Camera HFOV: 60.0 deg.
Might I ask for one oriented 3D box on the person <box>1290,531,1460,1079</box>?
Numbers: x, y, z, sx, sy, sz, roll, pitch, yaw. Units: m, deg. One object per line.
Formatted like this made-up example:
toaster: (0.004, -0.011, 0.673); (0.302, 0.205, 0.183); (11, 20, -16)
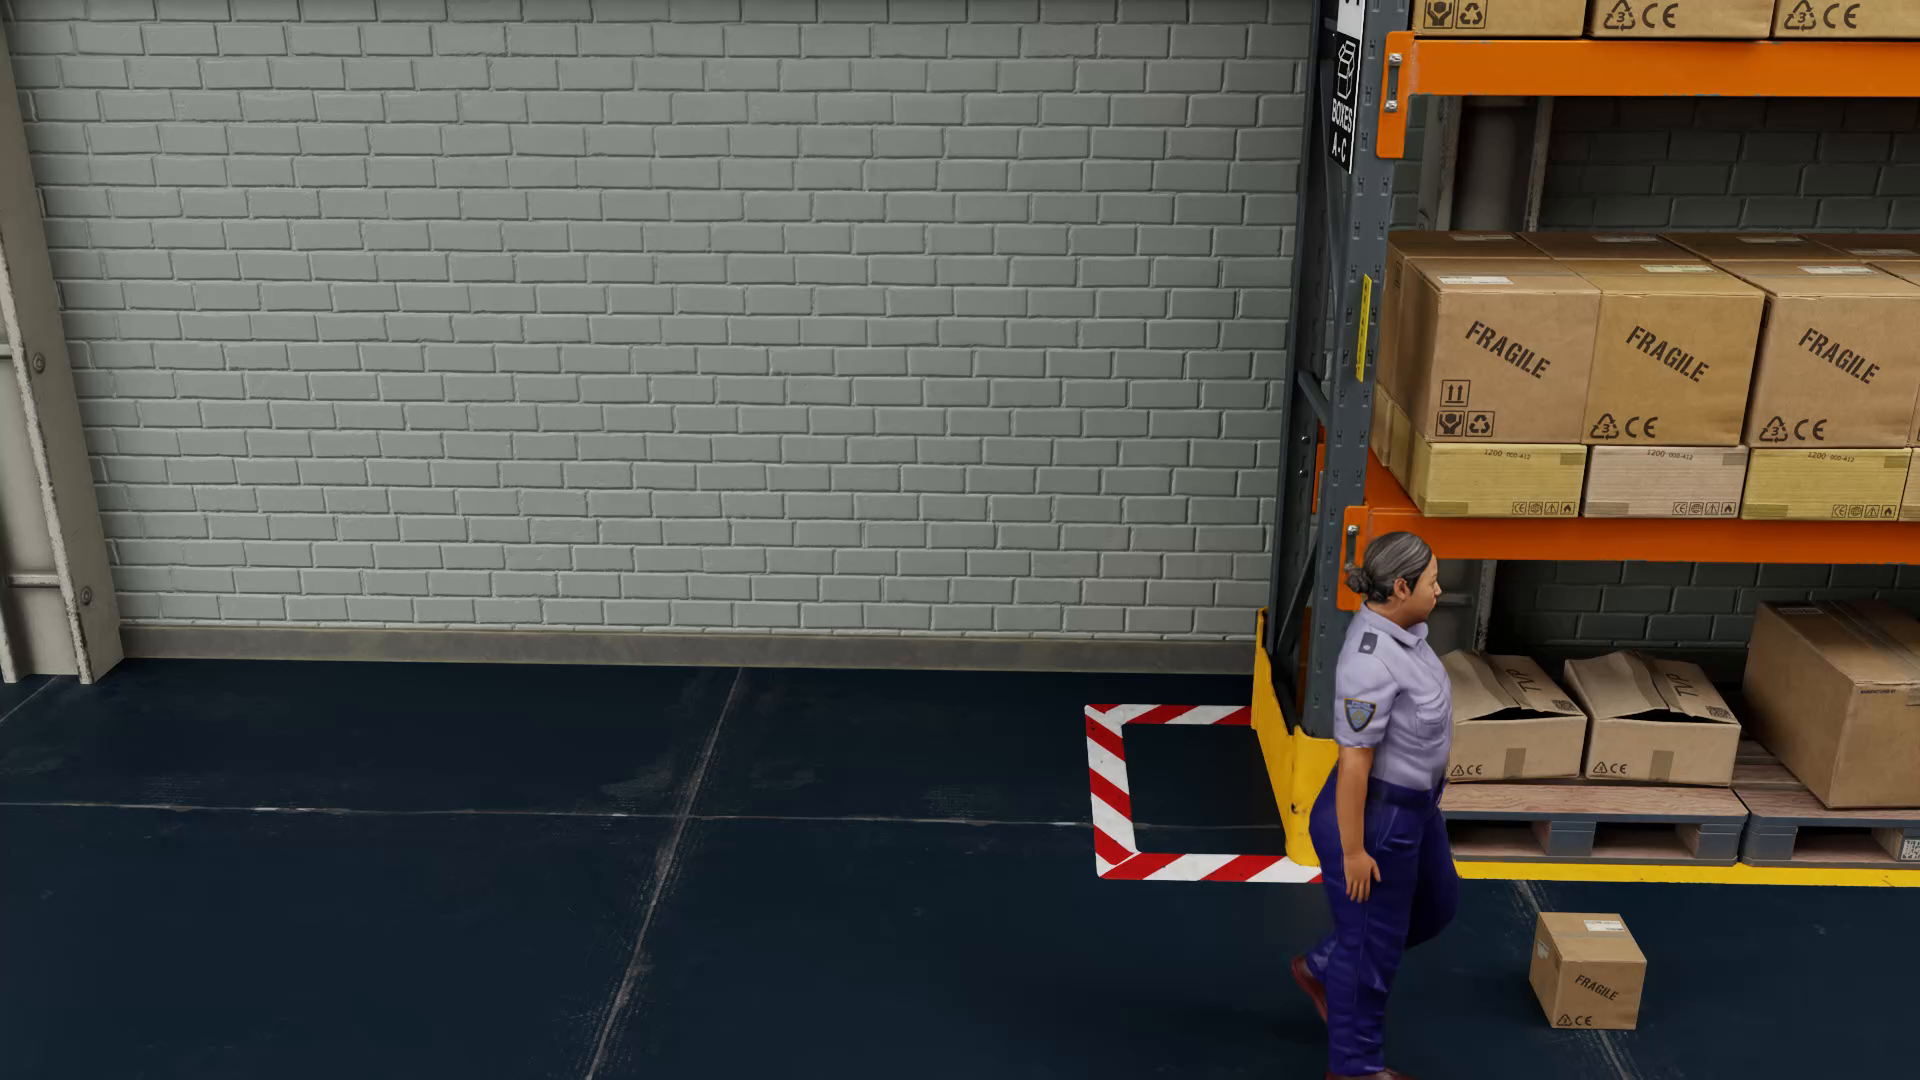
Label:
person: (1.155, 0.768, 4.574); (0.468, 1.648, 0.511); (8, 22, 21)
